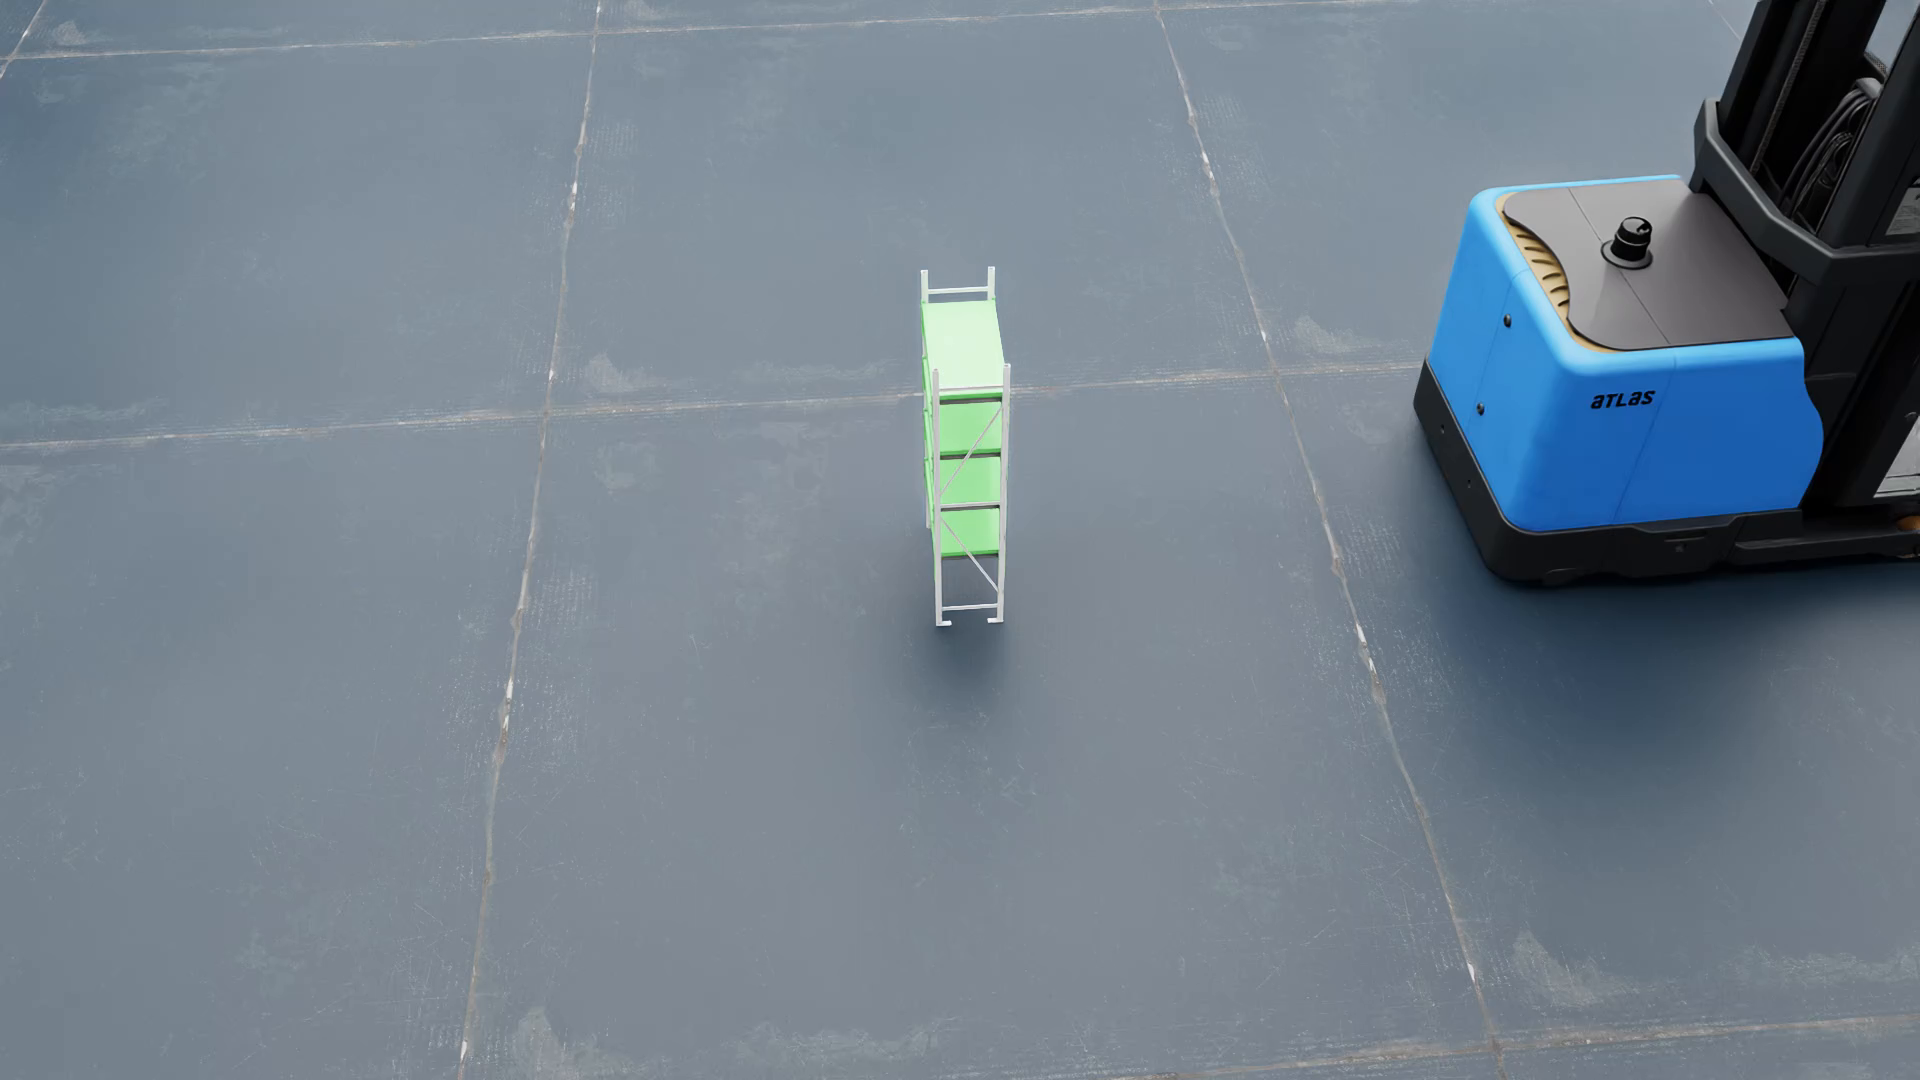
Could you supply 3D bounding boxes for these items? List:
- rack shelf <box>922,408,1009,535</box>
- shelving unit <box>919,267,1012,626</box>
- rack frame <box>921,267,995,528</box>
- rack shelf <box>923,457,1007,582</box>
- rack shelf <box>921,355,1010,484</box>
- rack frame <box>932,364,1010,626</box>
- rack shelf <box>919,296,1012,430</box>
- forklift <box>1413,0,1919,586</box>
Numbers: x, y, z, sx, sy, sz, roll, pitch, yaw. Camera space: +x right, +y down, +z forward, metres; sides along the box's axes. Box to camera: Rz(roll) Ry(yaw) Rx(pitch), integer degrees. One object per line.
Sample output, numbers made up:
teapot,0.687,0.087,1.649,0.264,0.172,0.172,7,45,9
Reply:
rack shelf,0.014,-0.249,5.747,0.258,0.148,0.480,-3,47,-3
shelving unit,0.014,-0.293,5.701,0.258,1.200,0.503,-3,47,-3
rack frame,-0.007,-0.469,5.868,0.240,1.200,0.015,-3,47,-3
rack shelf,0.014,-0.084,5.922,0.258,0.148,0.480,-3,47,-3
rack shelf,0.014,-0.414,5.573,0.258,0.148,0.480,-3,47,-3
rack frame,0.034,-0.116,5.534,0.240,1.200,0.015,-3,47,-3
rack shelf,0.014,-0.579,5.399,0.258,0.148,0.480,-3,47,-3
forklift,3.370,-1.318,5.480,3.031,2.935,1.130,-5,47,-5
